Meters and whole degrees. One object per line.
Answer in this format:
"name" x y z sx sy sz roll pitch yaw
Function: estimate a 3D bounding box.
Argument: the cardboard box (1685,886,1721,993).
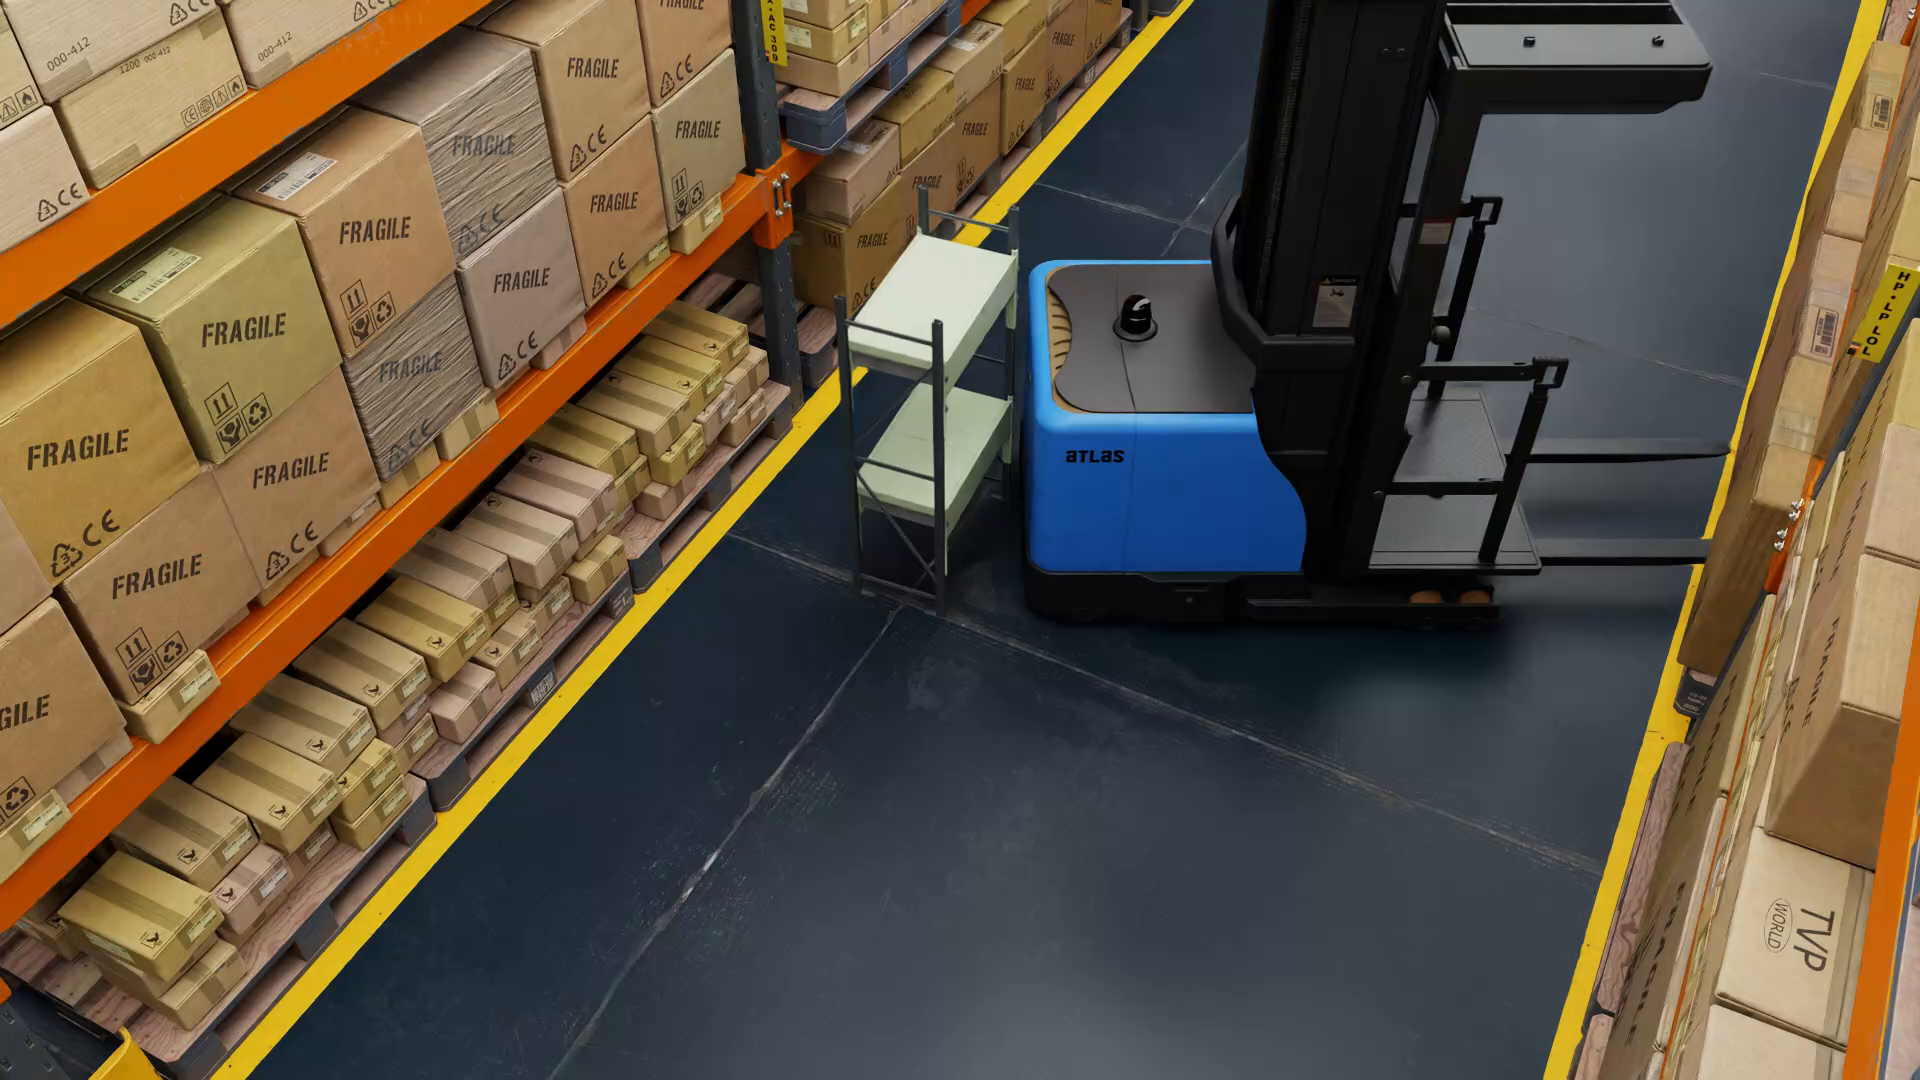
"cardboard box" 2.007 1.048 4.062 0.380 0.149 0.250 19 48 18

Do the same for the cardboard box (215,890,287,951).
"cardboard box" -2.466 1.157 5.486 0.380 0.149 0.250 20 49 19

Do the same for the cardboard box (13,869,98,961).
"cardboard box" -2.982 1.173 5.470 0.380 0.149 0.250 21 49 20

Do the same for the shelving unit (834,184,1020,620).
"shelving unit" -0.108 -0.506 6.476 0.431 1.500 0.755 16 48 15

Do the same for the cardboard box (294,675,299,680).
"cardboard box" -2.588 0.499 6.137 0.380 0.149 0.250 18 48 17

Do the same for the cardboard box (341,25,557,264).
"cardboard box" -1.649 -1.261 5.185 0.500 0.500 0.500 22 49 20

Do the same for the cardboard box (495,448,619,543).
"cardboard box" -1.546 -0.173 6.383 0.380 0.149 0.250 18 48 17

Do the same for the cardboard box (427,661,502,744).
"cardboard box" -1.915 0.554 6.083 0.380 0.149 0.250 18 48 17

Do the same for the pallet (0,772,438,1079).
"pallet" -2.598 1.151 5.743 1.003 0.211 1.213 20 49 19

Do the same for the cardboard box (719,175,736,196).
"cardboard box" -1.110 -1.455 6.536 0.380 0.149 0.250 20 49 19

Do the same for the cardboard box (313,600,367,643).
"cardboard box" -2.446 0.229 6.195 0.380 0.149 0.250 23 50 21

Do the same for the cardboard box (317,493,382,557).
"cardboard box" -2.061 -0.132 5.228 0.380 0.149 0.250 20 49 18

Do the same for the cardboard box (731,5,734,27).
"cardboard box" -1.056 -2.339 7.114 0.380 0.149 0.250 21 49 19

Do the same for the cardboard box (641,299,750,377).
"cardboard box" -1.120 -0.845 7.047 0.380 0.149 0.250 22 49 20

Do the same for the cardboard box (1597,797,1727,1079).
"cardboard box" 2.366 1.456 4.680 0.875 0.875 0.875 20 49 19

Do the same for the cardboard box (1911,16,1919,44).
"cardboard box" 4.551 -2.438 7.260 0.500 0.500 0.500 22 49 20

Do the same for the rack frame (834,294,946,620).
"rack frame" -0.246 -0.265 6.238 0.400 1.500 0.023 16 48 15

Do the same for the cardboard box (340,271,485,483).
"cardboard box" -1.893 -0.585 5.220 0.500 0.500 0.500 19 48 18

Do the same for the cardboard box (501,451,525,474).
"cardboard box" -1.884 -0.404 6.821 0.380 0.149 0.250 18 48 17

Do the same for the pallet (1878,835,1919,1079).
"pallet" 1.639 0.926 1.959 1.003 0.211 1.213 20 49 19

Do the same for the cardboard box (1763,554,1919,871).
"cardboard box" 2.239 0.440 3.856 0.500 0.500 0.500 19 48 18

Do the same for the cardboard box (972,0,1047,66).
"cardboard box" 0.112 -2.699 8.523 0.500 0.250 0.500 22 49 20

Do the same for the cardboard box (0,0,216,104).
"cardboard box" -2.122 -1.292 3.843 0.500 0.250 0.500 21 49 19

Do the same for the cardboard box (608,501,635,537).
"cardboard box" -1.556 -0.137 6.765 0.380 0.149 0.250 19 48 18

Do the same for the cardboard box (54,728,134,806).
"cardboard box" -2.520 0.538 4.566 0.380 0.149 0.250 22 49 20

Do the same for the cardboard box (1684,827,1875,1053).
"cardboard box" 2.004 1.006 3.823 0.500 0.250 0.500 21 49 19

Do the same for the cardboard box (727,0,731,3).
"cardboard box" -1.175 -2.280 6.847 0.380 0.149 0.250 22 49 20

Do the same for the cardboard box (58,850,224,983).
"cardboard box" -2.498 1.147 5.078 0.380 0.149 0.250 18 48 17

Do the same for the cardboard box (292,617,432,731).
"cardboard box" -2.067 0.462 5.755 0.380 0.149 0.250 22 49 21

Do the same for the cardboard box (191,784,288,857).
"cardboard box" -2.359 0.887 5.545 0.380 0.149 0.250 21 49 20

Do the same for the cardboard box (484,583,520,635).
"cardboard box" -1.881 0.211 6.213 0.380 0.149 0.250 23 50 21

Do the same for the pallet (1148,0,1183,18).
"pallet" 1.104 -3.812 10.649 1.003 0.211 1.213 20 49 19

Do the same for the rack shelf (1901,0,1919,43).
"rack shelf" 5.946 -3.626 9.011 1.077 0.370 4.000 20 49 19

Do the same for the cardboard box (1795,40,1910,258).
"cardboard box" 4.679 -1.592 7.693 1.225 0.875 0.875 18 48 17

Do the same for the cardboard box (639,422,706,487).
"cardboard box" -1.273 -0.398 6.814 0.380 0.149 0.250 19 48 18

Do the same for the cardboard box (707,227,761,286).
"cardboard box" -1.065 -1.619 7.983 0.500 0.500 0.500 20 49 18

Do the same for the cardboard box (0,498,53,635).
"cardboard box" -2.599 0.033 3.906 0.500 0.500 0.500 20 49 19

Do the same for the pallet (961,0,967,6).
"pallet" -0.211 -2.992 8.013 1.003 0.211 1.213 20 49 19

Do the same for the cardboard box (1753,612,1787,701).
"cardboard box" 2.485 0.397 4.705 0.380 0.149 0.250 22 49 20

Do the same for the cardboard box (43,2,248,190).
"cardboard box" -2.131 -1.140 4.044 0.500 0.250 0.500 19 48 18

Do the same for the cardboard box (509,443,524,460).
"cardboard box" -1.884 -0.505 6.711 0.380 0.149 0.250 19 48 18

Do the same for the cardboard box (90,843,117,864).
"cardboard box" -2.881 0.896 5.536 0.380 0.149 0.250 19 48 18

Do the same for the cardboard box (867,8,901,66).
"cardboard box" -0.471 -2.133 6.910 0.380 0.149 0.250 21 49 20

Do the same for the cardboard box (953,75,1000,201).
"cardboard box" -0.132 -2.116 8.474 0.500 0.500 0.500 21 49 20

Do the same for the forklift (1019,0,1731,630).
"forklift" 1.775 -1.052 6.009 3.031 2.935 1.130 0 45 0

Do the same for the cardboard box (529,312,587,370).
"cardboard box" -1.552 -0.773 5.861 0.380 0.149 0.250 18 48 17

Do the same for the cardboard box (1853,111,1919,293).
"cardboard box" 3.608 -1.160 5.997 0.500 0.500 0.500 20 49 19

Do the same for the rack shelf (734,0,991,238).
"rack shelf" -0.257 -2.808 8.202 1.077 0.370 4.000 20 49 19
